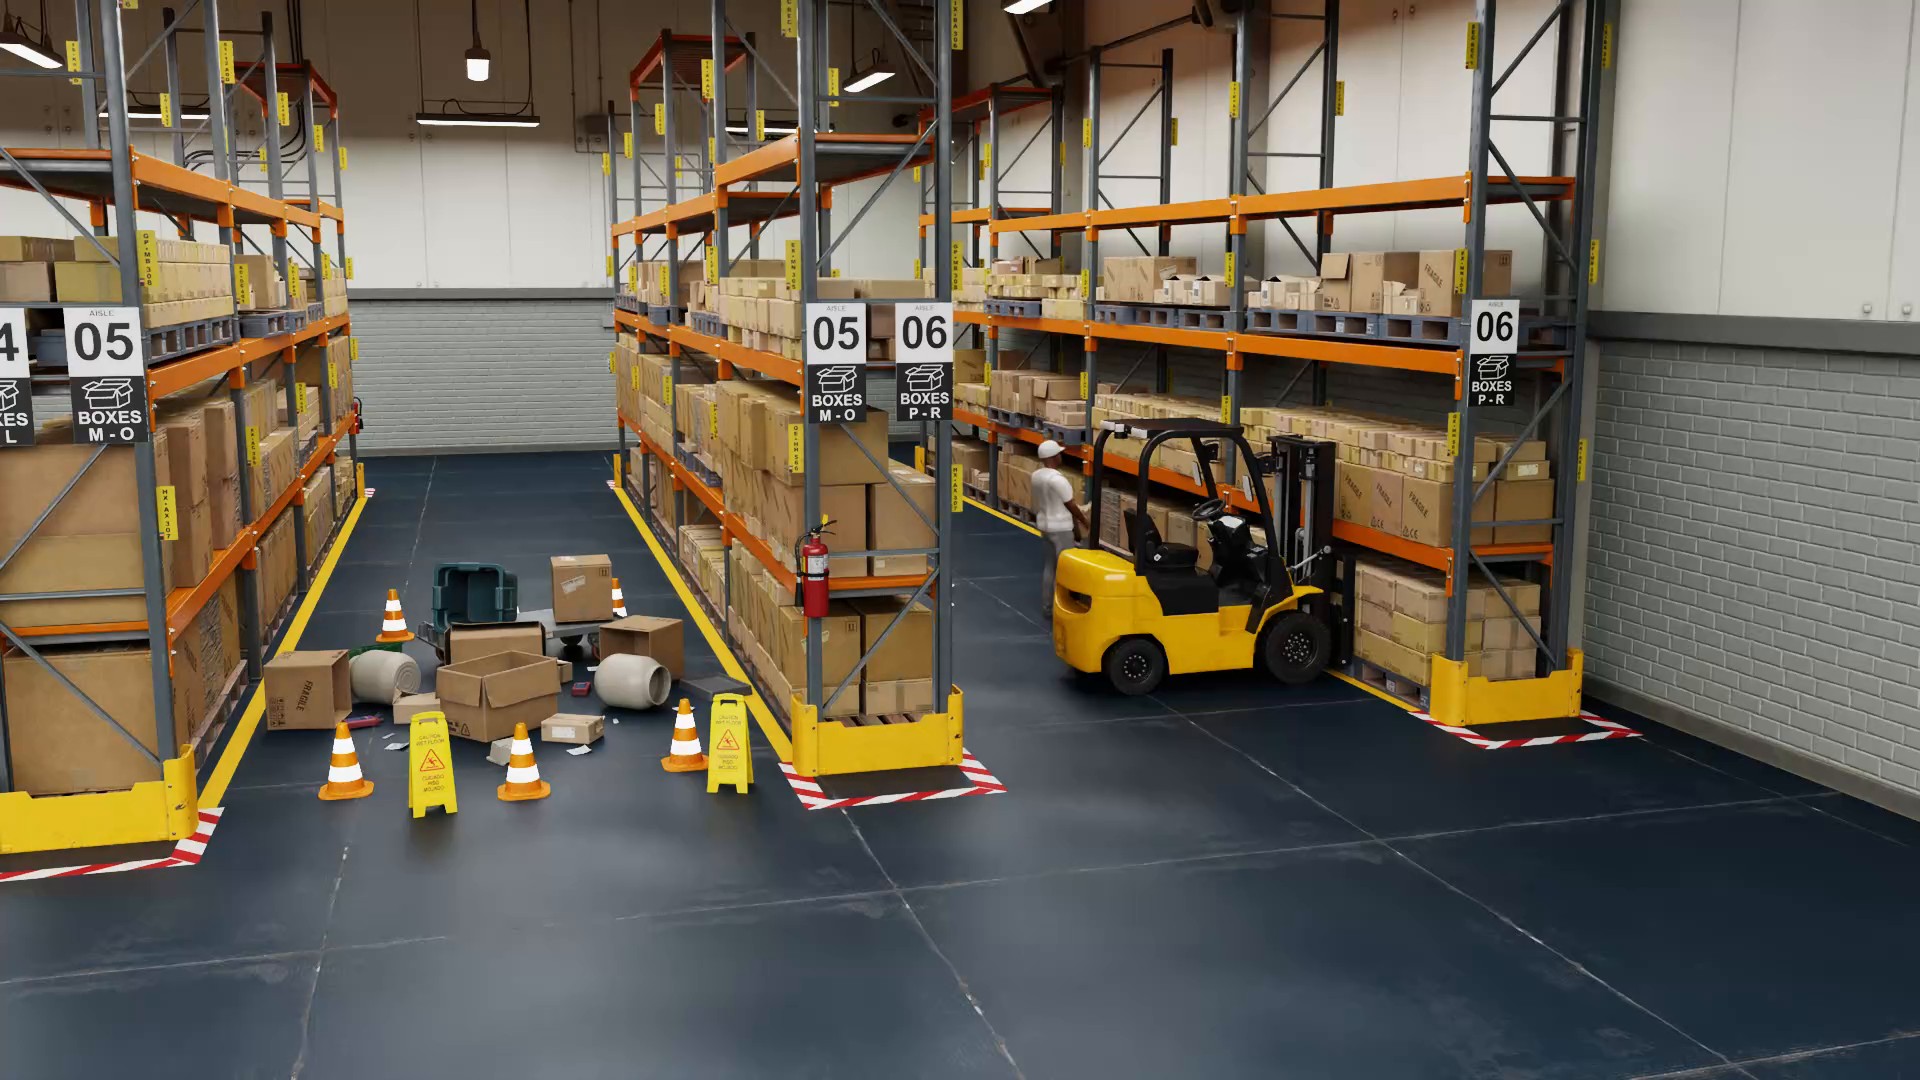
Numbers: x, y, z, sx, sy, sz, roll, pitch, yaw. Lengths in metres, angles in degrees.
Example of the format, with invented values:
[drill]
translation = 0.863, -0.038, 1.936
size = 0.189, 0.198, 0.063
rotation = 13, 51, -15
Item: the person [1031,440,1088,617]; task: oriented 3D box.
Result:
[person]
translation = 1.016, -0.108, 16.454
size = 0.559, 1.772, 0.542
rotation = -4, 10, -24
